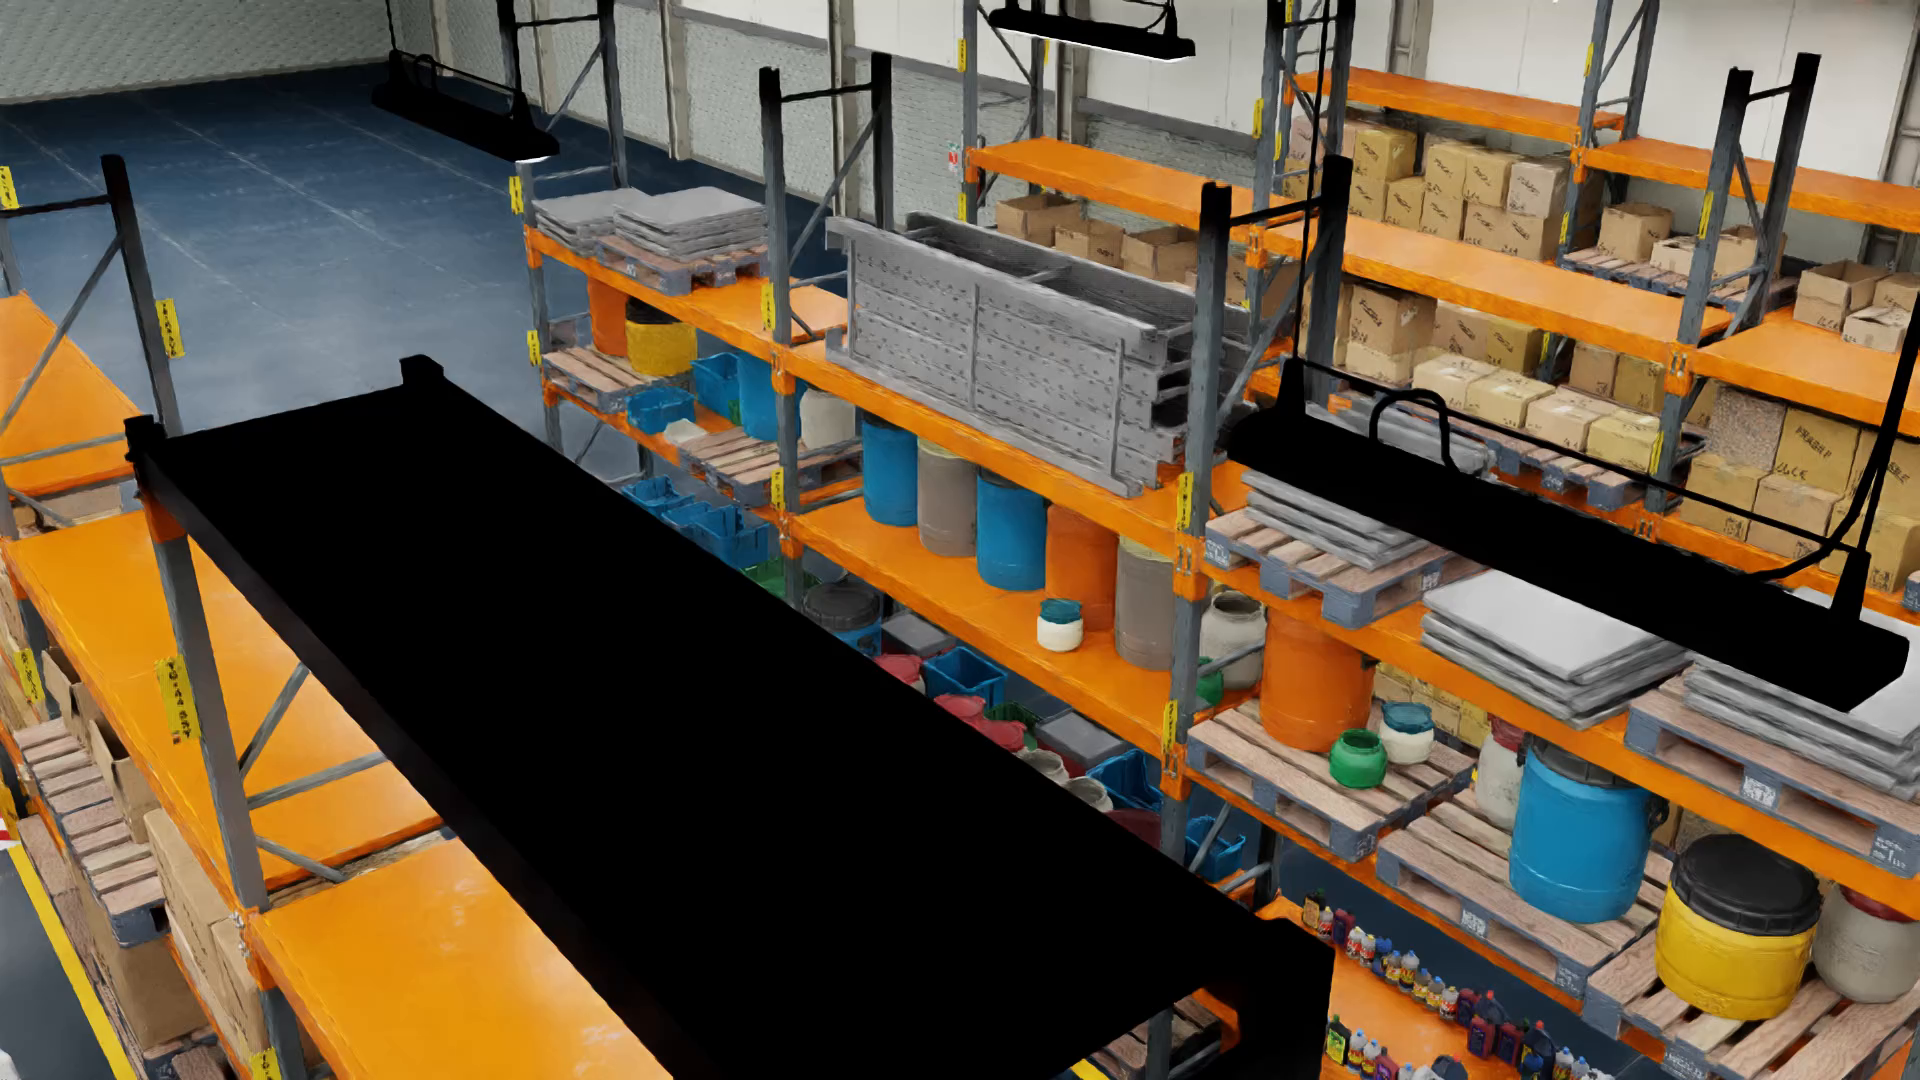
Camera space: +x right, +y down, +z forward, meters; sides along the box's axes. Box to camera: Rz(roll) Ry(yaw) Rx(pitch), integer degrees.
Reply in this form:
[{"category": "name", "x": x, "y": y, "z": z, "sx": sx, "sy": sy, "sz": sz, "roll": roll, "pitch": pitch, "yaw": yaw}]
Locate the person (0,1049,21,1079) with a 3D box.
[{"category": "person", "x": -5.498, "y": 3.372, "z": 9.322, "sx": 0.603, "sy": 1.724, "sz": 1.110, "roll": -20, "pitch": 32, "yaw": -35}]
